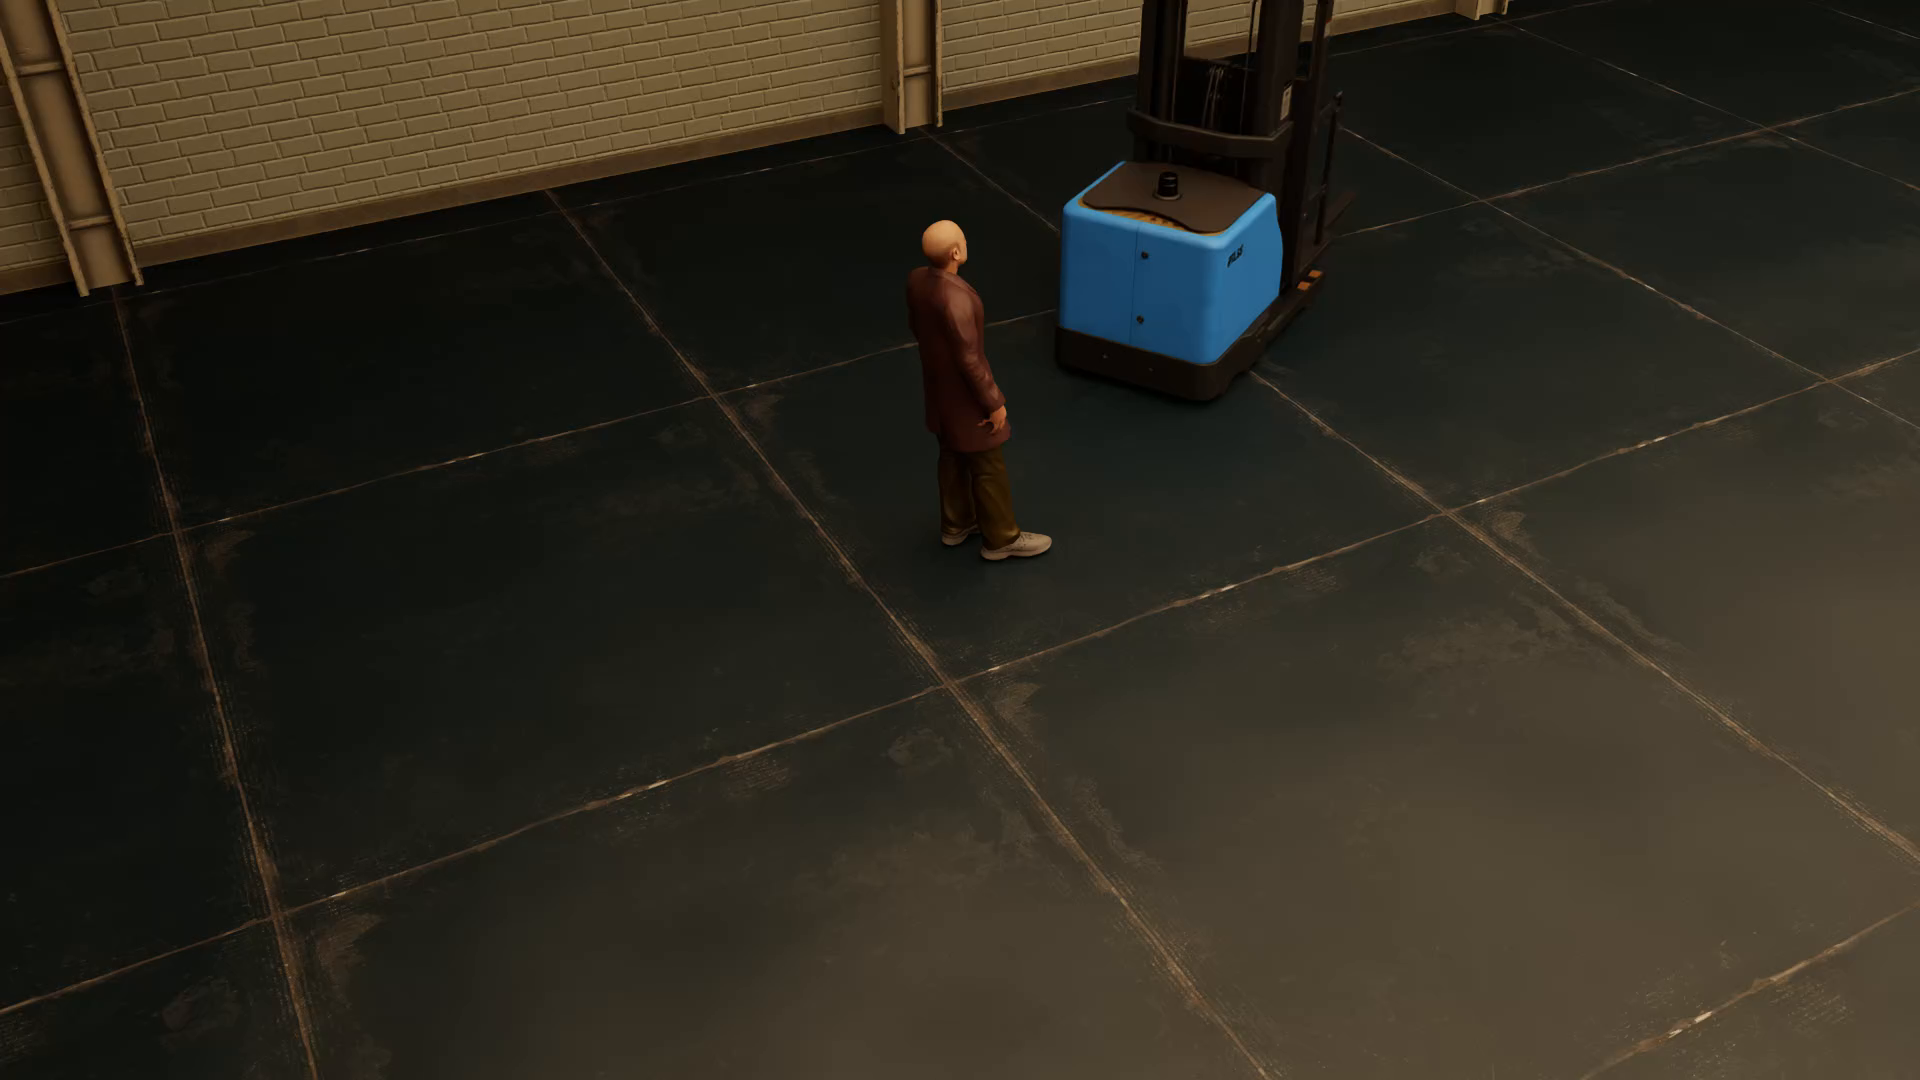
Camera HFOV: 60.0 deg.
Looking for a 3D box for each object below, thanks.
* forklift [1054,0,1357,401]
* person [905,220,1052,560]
[{"bbox_3d":[1.755,-2.830,10.126,1.130,2.935,3.031,19,39,24],"label":"forklift"},{"bbox_3d":[0.083,-0.755,8.178,0.579,1.778,0.696,-17,39,-23],"label":"person"}]
